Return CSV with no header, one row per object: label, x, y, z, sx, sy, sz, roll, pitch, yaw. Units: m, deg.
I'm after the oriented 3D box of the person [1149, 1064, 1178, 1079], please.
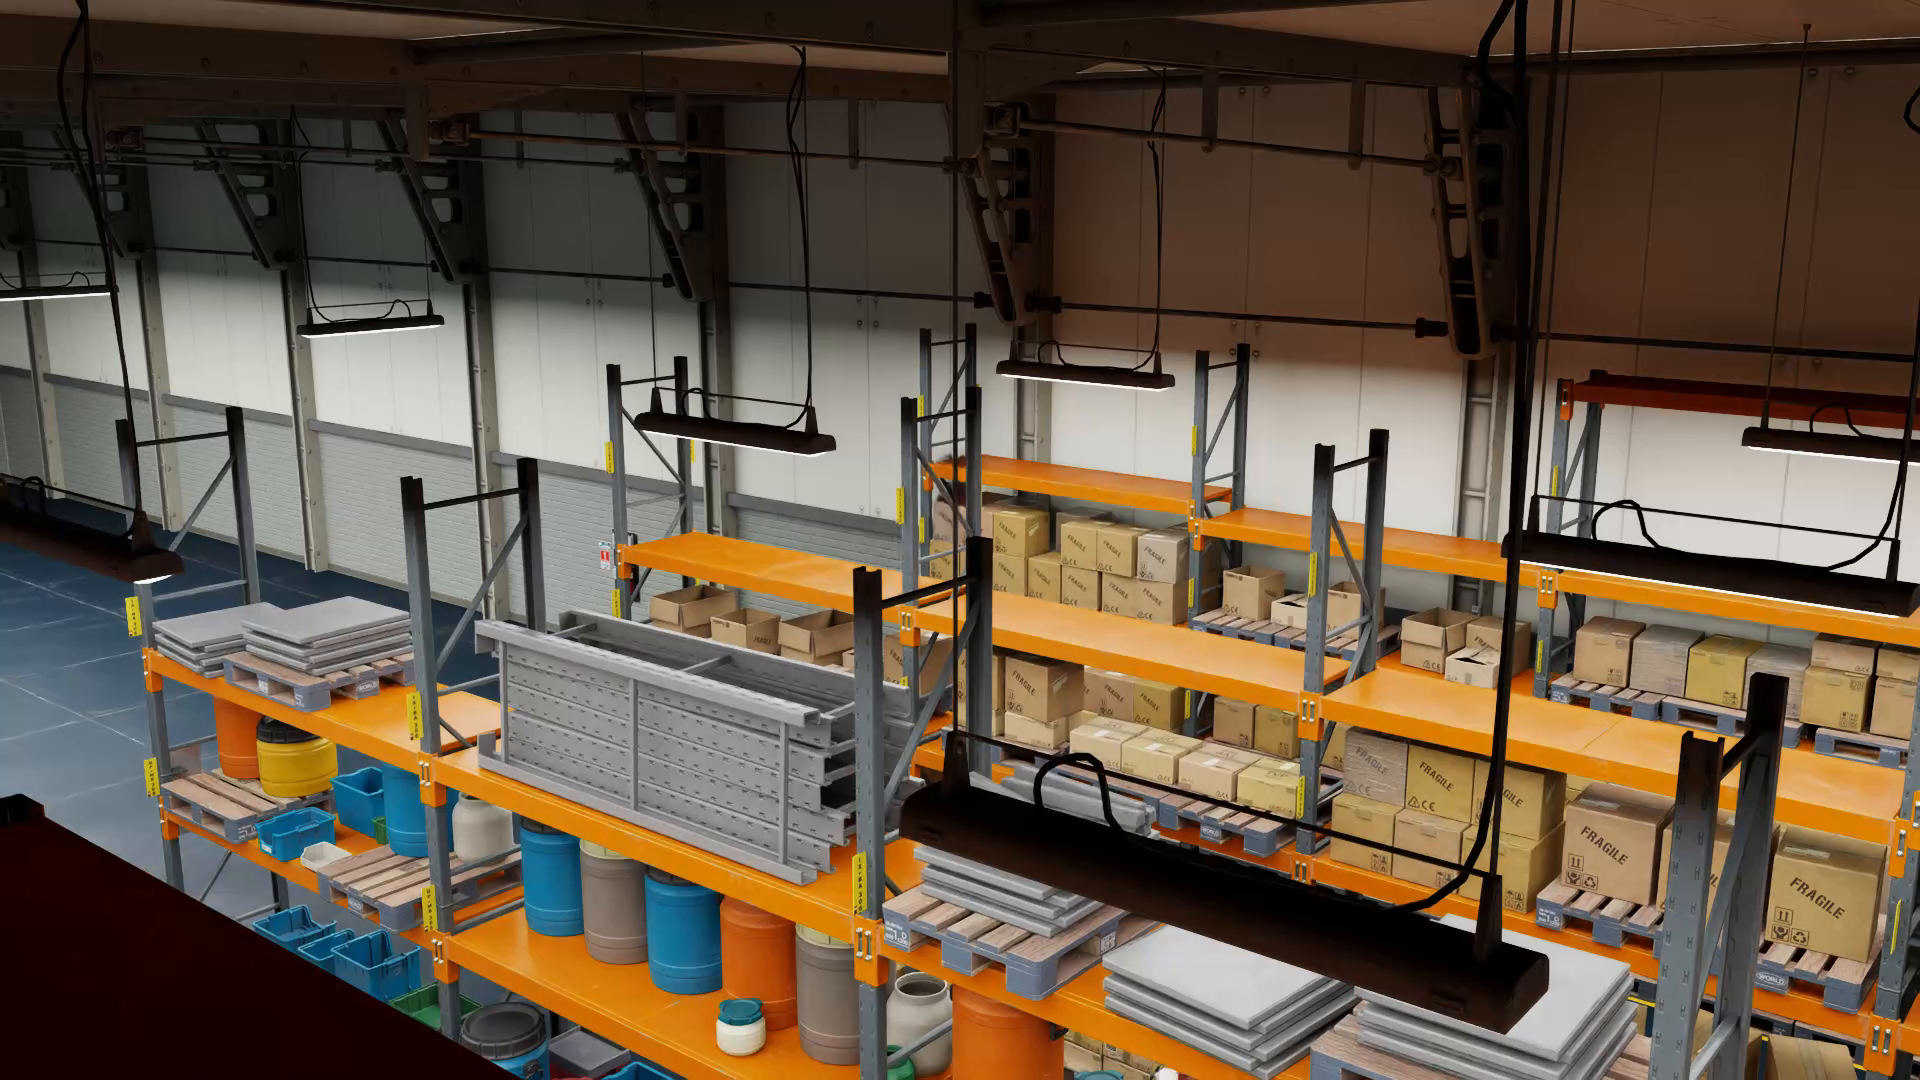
person,1.617,4.408,12.680,0.936,1.737,0.609,10,16,38
